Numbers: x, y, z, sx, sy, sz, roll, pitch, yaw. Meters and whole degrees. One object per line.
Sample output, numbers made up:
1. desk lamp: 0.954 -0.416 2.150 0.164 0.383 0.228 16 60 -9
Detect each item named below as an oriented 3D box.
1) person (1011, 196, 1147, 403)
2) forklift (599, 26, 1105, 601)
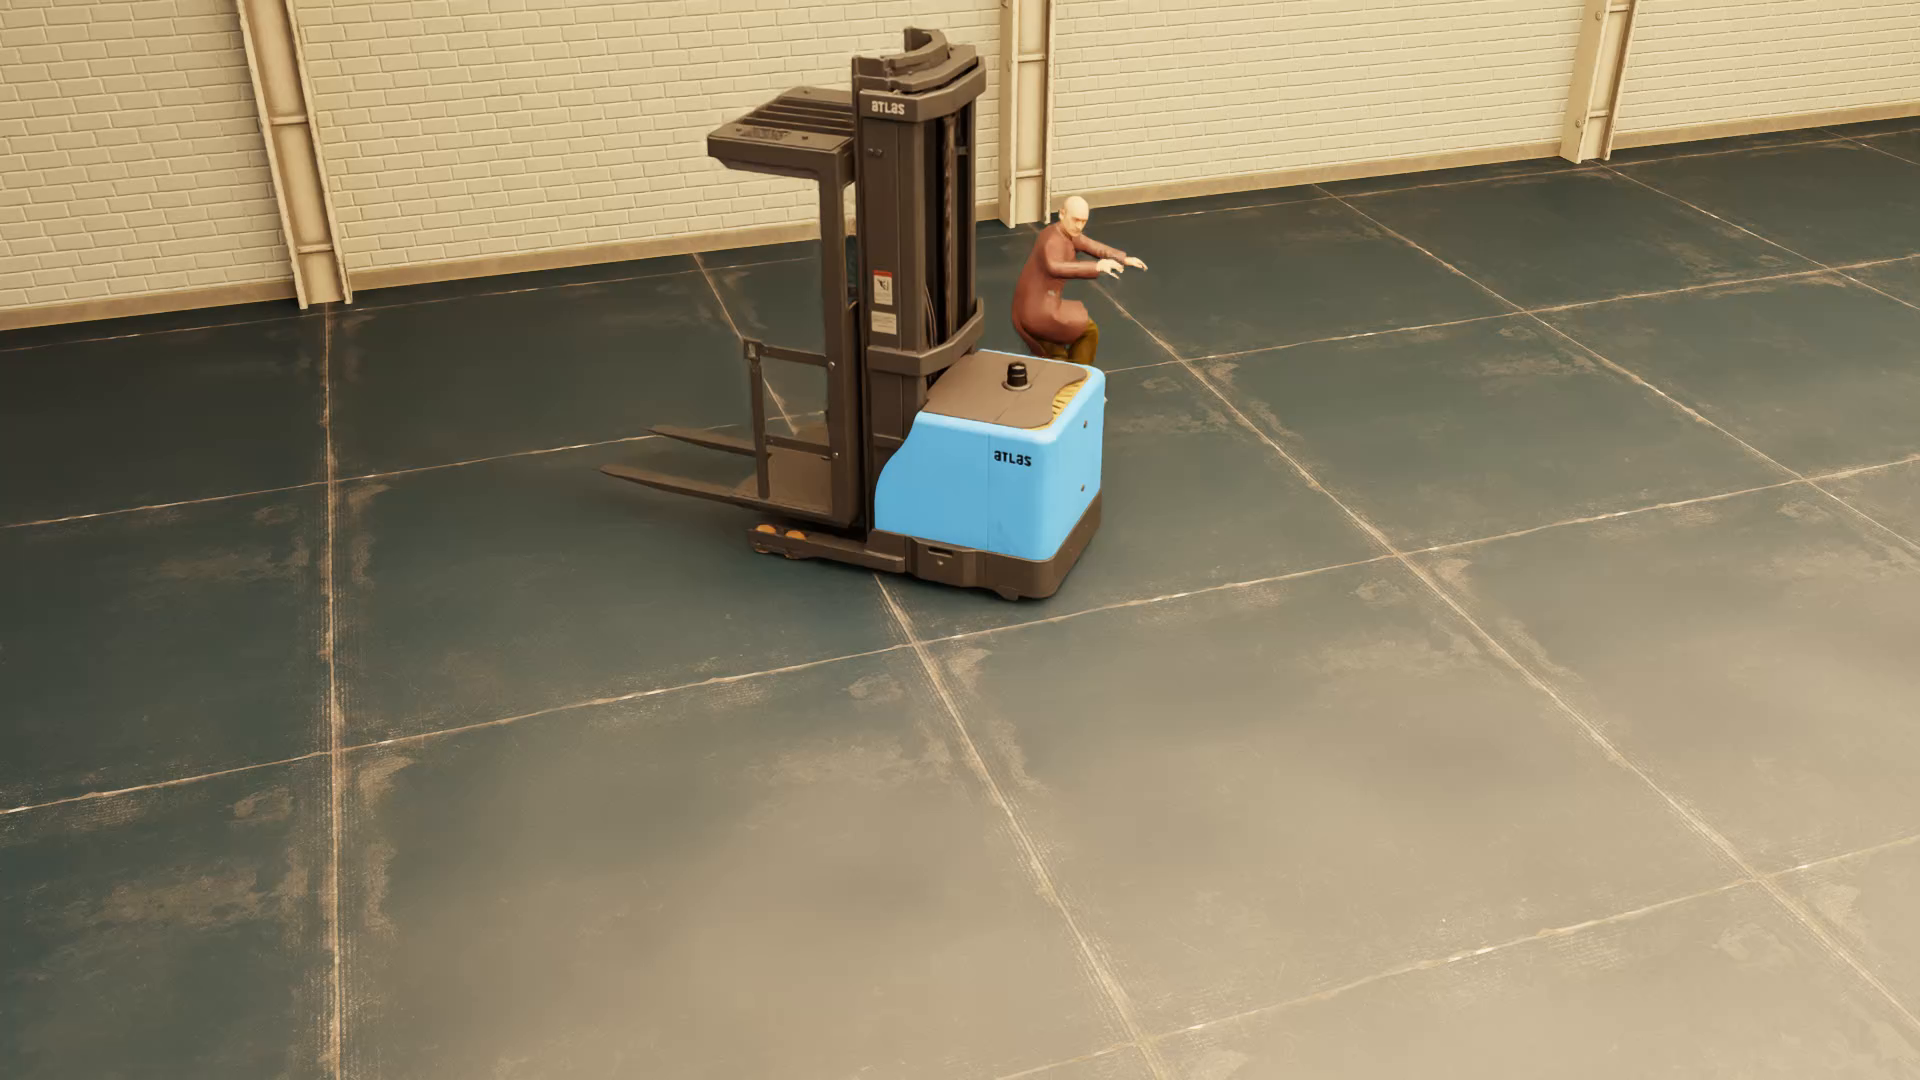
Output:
1. person: 0.846 -1.566 11.269 1.185 1.522 0.875 -13 32 -22
2. forklift: -0.717 -1.388 9.500 3.031 2.935 1.130 11 32 19
